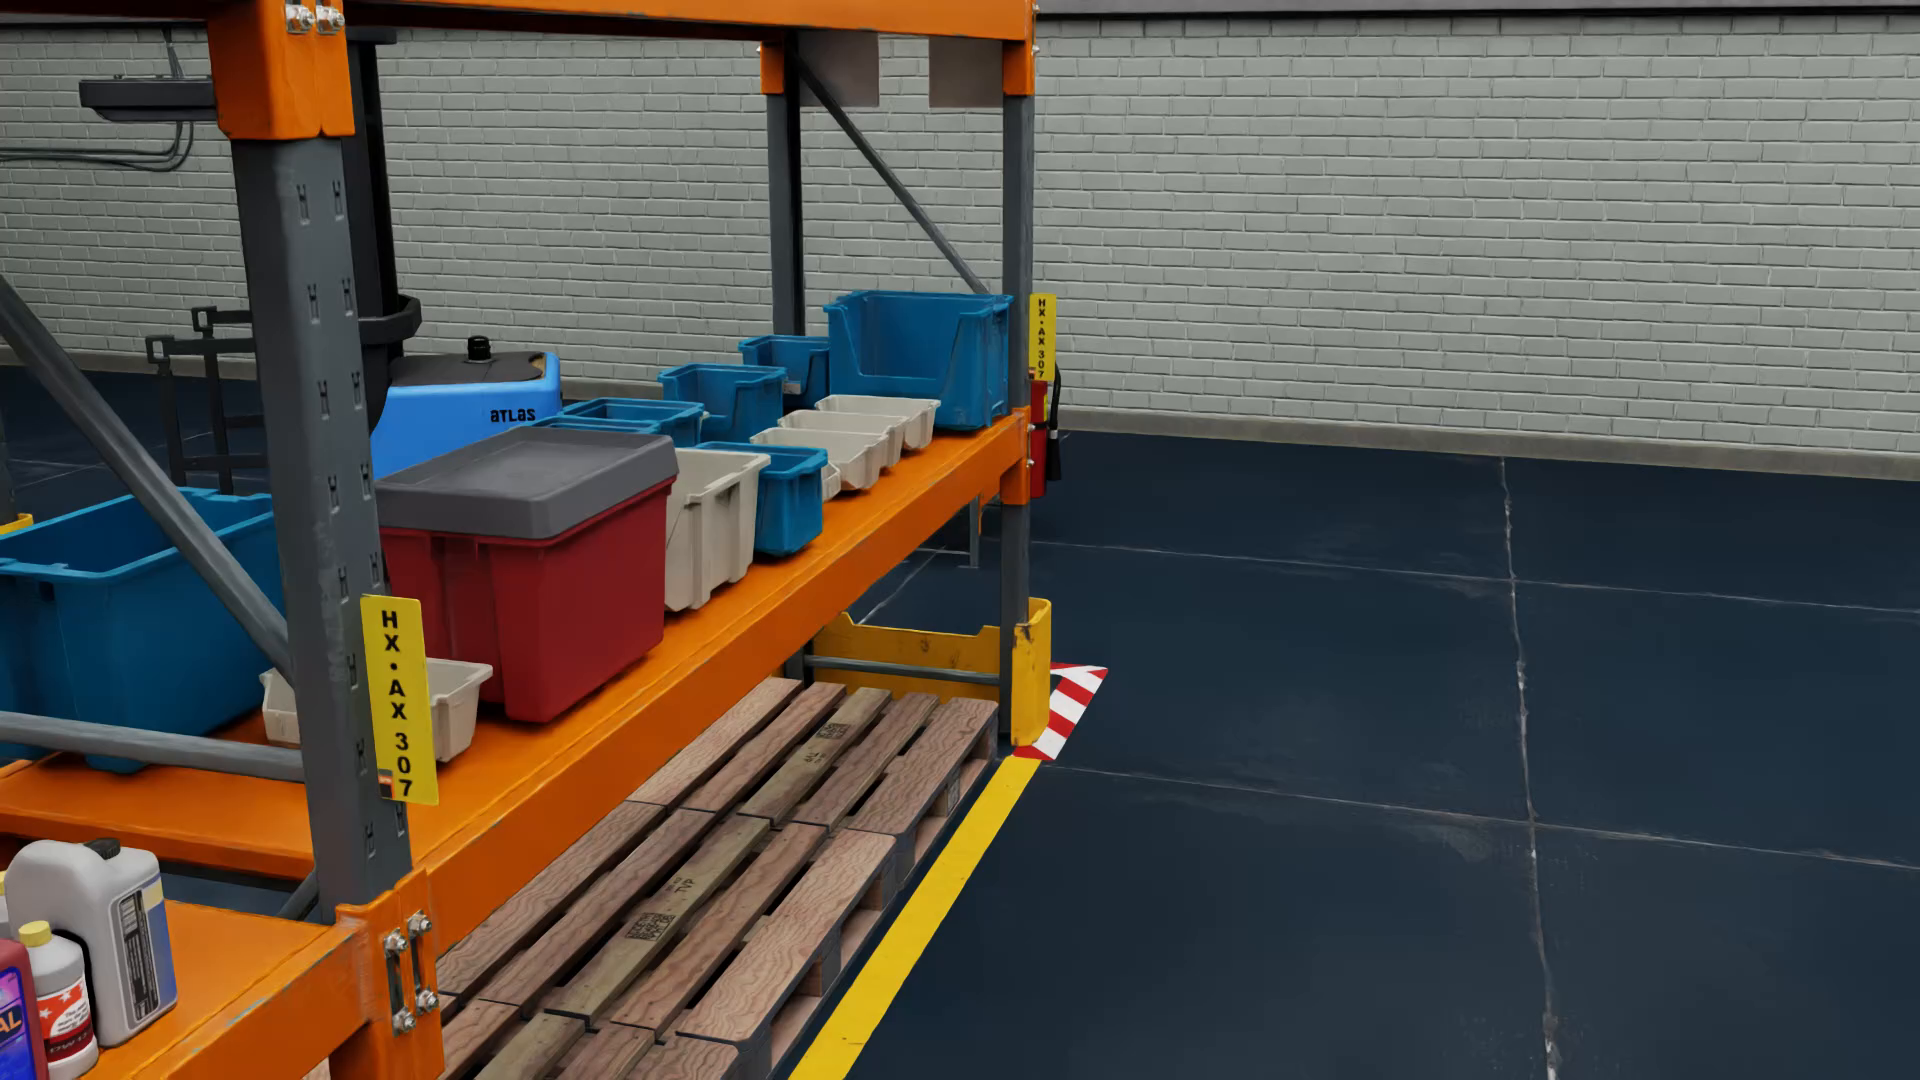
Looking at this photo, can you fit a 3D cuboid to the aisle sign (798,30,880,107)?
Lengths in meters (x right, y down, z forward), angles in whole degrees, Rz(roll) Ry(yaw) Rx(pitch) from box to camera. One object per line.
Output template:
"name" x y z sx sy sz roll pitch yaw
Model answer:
"aisle sign" -0.489 -2.009 6.151 0.394 0.787 0.004 5 16 16

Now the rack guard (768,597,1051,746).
"rack guard" -0.231 0.479 6.725 1.175 0.500 0.348 5 16 16

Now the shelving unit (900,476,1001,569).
"shelving unit" 0.002 -0.543 9.182 0.538 1.125 1.048 5 16 16

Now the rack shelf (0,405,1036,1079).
"rack shelf" -0.793 0.153 4.611 1.077 0.370 4.000 5 16 16

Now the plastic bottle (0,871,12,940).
"plastic bottle" -1.289 0.549 2.261 0.097 0.201 0.097 0 16 0

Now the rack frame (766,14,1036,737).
"rack frame" -0.225 -0.716 6.358 1.000 3.000 0.127 5 16 16

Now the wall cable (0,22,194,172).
"wall cable" -7.774 -4.329 13.791 3.097 2.526 0.112 5 16 16

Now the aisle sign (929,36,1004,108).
"aisle sign" 0.076 -1.963 5.990 0.394 0.787 0.004 5 16 16

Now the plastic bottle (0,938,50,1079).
"plastic bottle" -1.186 0.578 2.007 0.061 0.283 0.133 5 16 16

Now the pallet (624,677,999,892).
"pallet" -0.497 0.838 5.988 1.003 0.211 1.213 5 16 16

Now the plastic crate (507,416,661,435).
"plastic crate" -1.070 -0.203 4.744 0.416 0.233 0.300 5 16 16

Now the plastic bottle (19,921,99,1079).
"plastic bottle" -1.170 0.586 2.129 0.097 0.201 0.097 0 16 0

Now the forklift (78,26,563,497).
"forklift" -3.542 -1.193 8.163 3.031 2.935 1.130 -4 16 -12

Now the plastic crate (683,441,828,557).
"plastic crate" -0.563 -0.108 4.408 0.416 0.233 0.300 5 16 16

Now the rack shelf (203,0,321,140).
"rack shelf" -1.930 -0.244 0.513 1.077 0.370 4.000 5 16 16

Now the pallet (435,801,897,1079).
"pallet" -0.845 1.156 4.867 1.003 0.211 1.213 5 16 16

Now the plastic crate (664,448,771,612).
"plastic crate" -0.751 -0.027 4.035 0.437 0.282 0.530 5 16 16

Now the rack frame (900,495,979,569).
"rack frame" -0.143 -0.410 8.713 0.500 1.125 0.032 5 16 16

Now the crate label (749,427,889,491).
"crate label" -0.435 -0.242 5.057 0.396 0.136 0.243 5 16 16

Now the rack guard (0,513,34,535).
"rack guard" -4.995 0.121 7.987 1.175 0.500 0.348 5 16 16

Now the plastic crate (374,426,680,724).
"plastic crate" -0.868 0.056 3.407 0.402 0.464 0.583 5 16 16

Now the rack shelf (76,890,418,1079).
"rack shelf" -1.930 1.199 0.922 1.077 0.370 4.000 5 16 16

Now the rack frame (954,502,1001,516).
"rack frame" 0.146 -0.676 9.651 0.500 1.125 0.032 5 16 16

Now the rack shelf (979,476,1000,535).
"rack shelf" 0.002 -0.308 9.249 0.538 0.278 1.000 5 16 16

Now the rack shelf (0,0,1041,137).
"rack shelf" -0.793 -1.290 4.202 1.077 0.370 4.000 5 16 16

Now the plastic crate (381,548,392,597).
"plastic crate" -1.301 0.120 3.804 0.437 0.125 0.590 5 16 16

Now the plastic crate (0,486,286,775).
"plastic crate" -1.556 0.160 3.186 0.392 0.384 0.575 5 16 16

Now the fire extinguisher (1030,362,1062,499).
"fire extinguisher" 0.254 -0.504 6.434 0.296 0.674 0.183 5 16 16

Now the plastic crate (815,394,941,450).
"plastic crate" -0.283 -0.391 5.584 0.396 0.136 0.243 5 16 16

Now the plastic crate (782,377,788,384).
"plastic crate" -0.781 -0.502 5.975 0.250 0.136 0.298 5 16 16

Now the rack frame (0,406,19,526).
"rack frame" -4.973 -1.101 7.716 1.000 3.000 0.127 5 16 16

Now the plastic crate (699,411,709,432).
"plastic crate" -0.974 -0.324 5.349 0.250 0.136 0.298 5 16 16

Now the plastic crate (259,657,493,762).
"plastic crate" -1.092 0.317 3.086 0.396 0.136 0.243 5 16 16

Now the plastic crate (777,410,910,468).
"plastic crate" -0.379 -0.316 5.321 0.396 0.136 0.243 5 16 16

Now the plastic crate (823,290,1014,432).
"plastic crate" -0.141 -0.660 5.985 0.616 0.435 0.499 5 16 16

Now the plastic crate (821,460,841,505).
"plastic crate" -0.501 -0.163 4.779 0.298 0.136 0.250 5 16 16

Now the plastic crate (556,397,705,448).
"plastic crate" -0.985 -0.281 5.020 0.416 0.233 0.300 5 16 16

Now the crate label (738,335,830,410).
"crate label" -0.611 -0.626 6.235 0.416 0.233 0.303 5 16 16

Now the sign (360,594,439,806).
"sign" -0.835 0.240 2.479 0.100 0.325 0.005 5 16 16

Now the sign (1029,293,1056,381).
"sign" 0.307 -0.756 6.200 0.100 0.325 0.005 5 16 16

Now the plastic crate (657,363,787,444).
"plastic crate" -0.798 -0.453 5.628 0.416 0.233 0.300 5 16 16

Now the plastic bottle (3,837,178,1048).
"plastic bottle" -1.164 0.518 2.233 0.152 0.276 0.135 5 16 16

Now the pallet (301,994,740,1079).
"pallet" -1.190 1.476 3.738 1.003 0.211 1.213 5 16 16
